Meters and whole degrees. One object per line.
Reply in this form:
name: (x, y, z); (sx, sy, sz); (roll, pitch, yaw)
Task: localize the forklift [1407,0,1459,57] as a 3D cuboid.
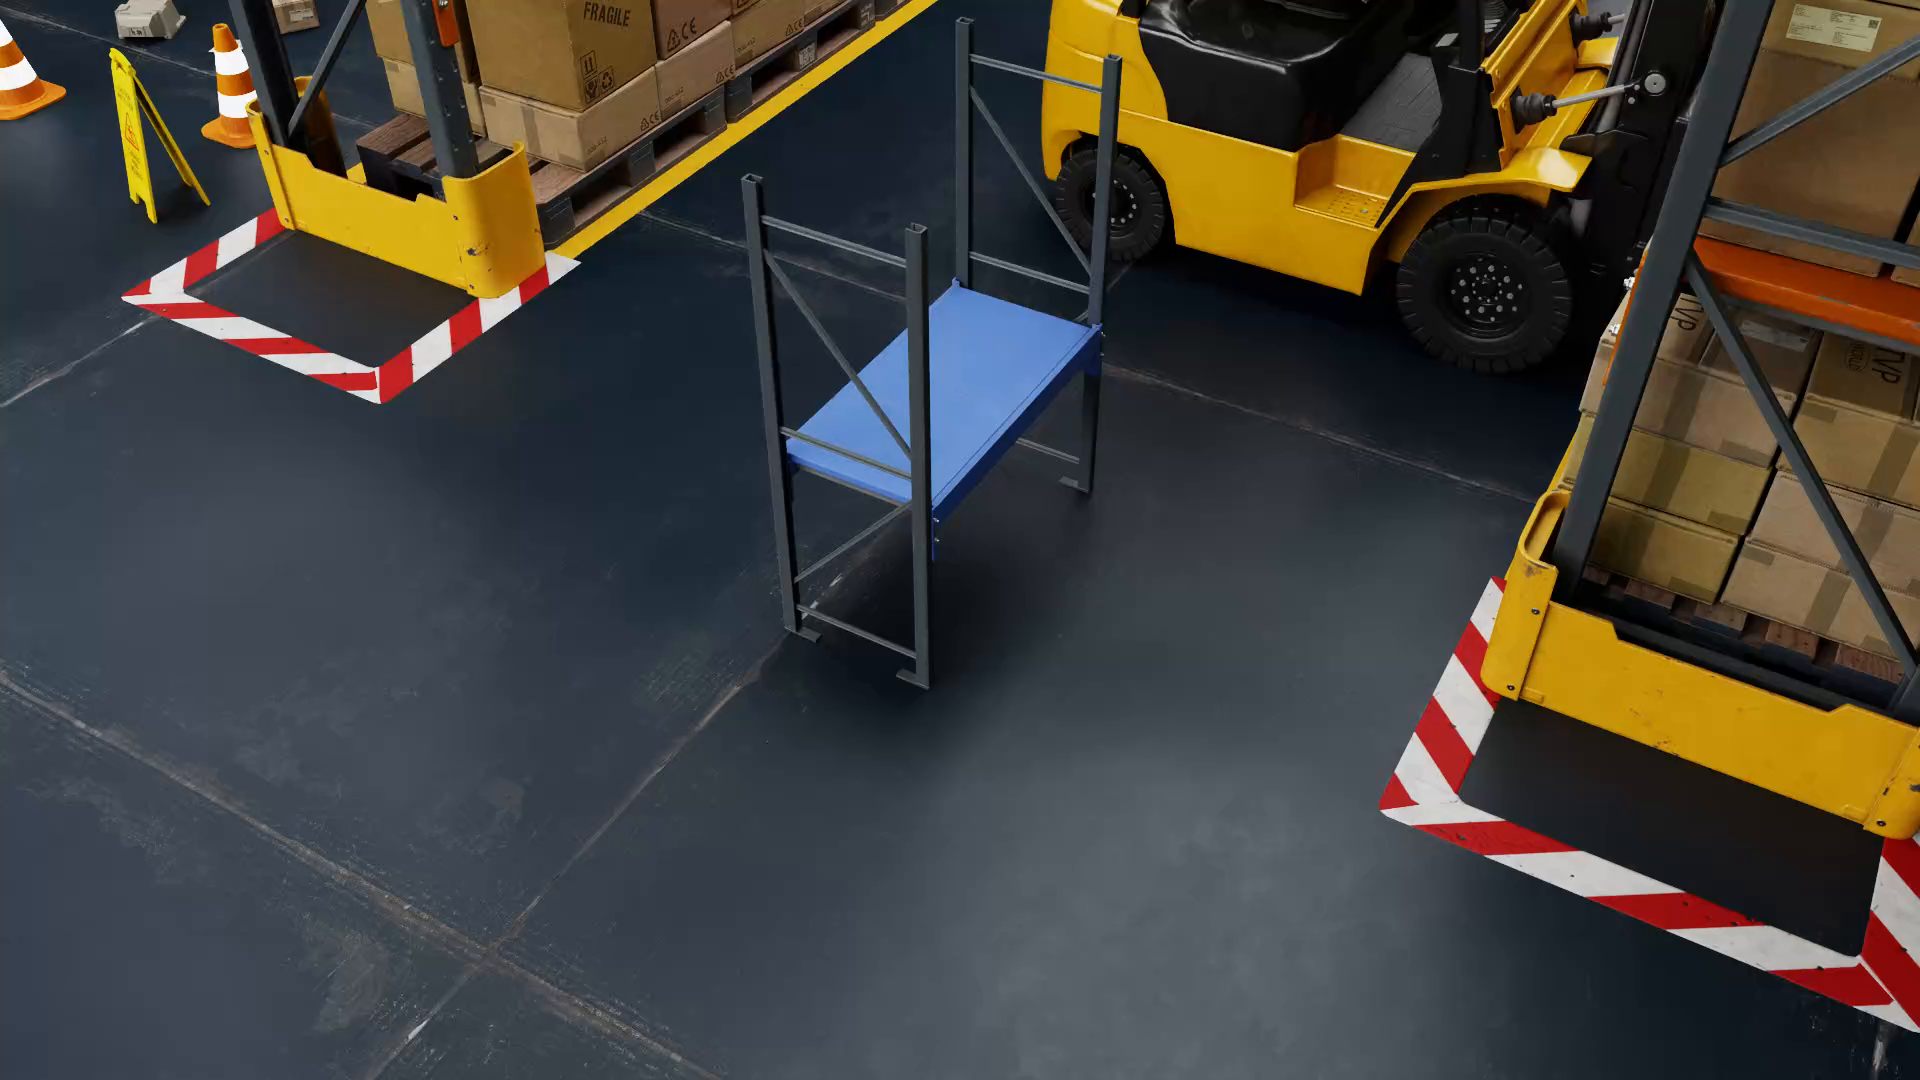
forklift: (1.759, -3.568, 7.084); (1.130, 2.935, 3.031); (32, 50, 31)

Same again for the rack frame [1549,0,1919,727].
rack frame: (2.082, -0.629, 3.695); (1.000, 3.000, 0.127); (21, 45, 22)

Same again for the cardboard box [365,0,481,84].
cardboard box: (-2.042, -2.221, 6.697); (0.500, 0.500, 0.500); (21, 46, 22)

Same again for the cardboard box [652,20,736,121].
cardboard box: (-1.312, -2.054, 7.076); (0.500, 0.250, 0.500); (23, 46, 24)

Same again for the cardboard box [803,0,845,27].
cardboard box: (-0.795, -2.659, 7.762); (0.500, 0.250, 0.500); (22, 46, 23)

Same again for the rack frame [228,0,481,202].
rack frame: (-2.217, -2.269, 5.557); (1.000, 3.000, 0.127); (21, 45, 22)

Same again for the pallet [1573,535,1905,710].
pallet: (2.429, -0.034, 5.129); (1.003, 0.211, 1.213); (21, 45, 22)

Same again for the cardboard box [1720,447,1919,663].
cardboard box: (2.497, 0.029, 4.711); (0.500, 0.250, 0.500); (21, 46, 22)

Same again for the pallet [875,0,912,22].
pallet: (-0.521, -3.115, 8.628); (1.003, 0.211, 1.213); (21, 45, 22)

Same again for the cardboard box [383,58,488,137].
cardboard box: (-2.034, -1.960, 6.969); (0.500, 0.250, 0.500); (21, 45, 22)

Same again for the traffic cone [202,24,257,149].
traffic cone: (-3.119, -1.989, 7.159); (0.336, 0.463, 0.334); (21, 45, 22)

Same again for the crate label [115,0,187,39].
crate label: (-3.910, -2.510, 7.997); (0.250, 0.136, 0.298); (0, 41, 0)

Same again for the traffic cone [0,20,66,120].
traffic cone: (-4.250, -2.162, 7.355); (0.336, 0.463, 0.334); (21, 45, 22)

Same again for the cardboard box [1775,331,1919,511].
cardboard box: (2.487, -0.343, 4.376); (0.500, 0.250, 0.500); (20, 45, 21)

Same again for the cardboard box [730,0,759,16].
cardboard box: (-1.047, -2.645, 7.179); (0.500, 0.500, 0.500); (22, 46, 23)

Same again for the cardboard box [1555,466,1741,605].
cardboard box: (2.044, -0.128, 4.889); (0.500, 0.250, 0.500); (21, 46, 22)

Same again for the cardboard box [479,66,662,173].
cardboard box: (-1.574, -1.765, 6.747); (0.500, 0.250, 0.500); (21, 45, 22)

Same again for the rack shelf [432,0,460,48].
rack shelf: (-1.216, -3.143, 7.094); (1.077, 0.370, 4.000); (21, 45, 22)

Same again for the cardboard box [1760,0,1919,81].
cardboard box: (2.013, -1.201, 3.778); (0.380, 0.149, 0.250); (22, 46, 23)

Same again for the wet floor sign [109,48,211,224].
wet floor sign: (-3.239, -1.630, 6.613); (0.232, 0.644, 0.267); (-29, 49, -29)

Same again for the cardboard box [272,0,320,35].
cardboard box: (-3.311, -2.617, 8.109); (0.250, 0.149, 0.380); (-21, 45, -22)

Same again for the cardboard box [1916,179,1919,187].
cardboard box: (2.812, -1.164, 4.226); (0.500, 0.500, 0.500); (22, 46, 23)

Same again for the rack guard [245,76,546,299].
rack guard: (-2.179, -1.374, 6.432); (1.175, 0.500, 0.348); (21, 45, 22)

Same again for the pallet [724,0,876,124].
pallet: (-1.131, -2.414, 7.832); (1.003, 0.211, 1.213); (21, 45, 22)

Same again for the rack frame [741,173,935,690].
rack frame: (-0.297, -0.223, 4.369); (0.500, 1.500, 0.032); (21, 45, 22)

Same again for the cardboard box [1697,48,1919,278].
cardboard box: (2.101, -1.035, 4.080); (0.500, 0.500, 0.500); (20, 45, 21)

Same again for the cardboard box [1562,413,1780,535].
cardboard box: (2.055, -0.325, 4.733); (0.500, 0.250, 0.500); (20, 45, 22)

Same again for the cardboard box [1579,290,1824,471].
cardboard box: (2.043, -0.497, 4.551); (0.500, 0.250, 0.500); (22, 46, 23)

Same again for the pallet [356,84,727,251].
pallet: (-1.742, -1.719, 7.042); (1.003, 0.211, 1.213); (21, 45, 22)

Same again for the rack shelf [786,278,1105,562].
rack shelf: (-0.043, -0.379, 4.818); (0.538, 0.185, 1.000); (21, 45, 22)

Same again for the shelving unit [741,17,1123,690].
shelving unit: (-0.043, -0.514, 4.699); (0.538, 1.500, 1.048); (21, 45, 22)

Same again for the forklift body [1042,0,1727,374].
forklift body: (1.452, -1.999, 5.893); (2.313, 2.155, 1.214); (21, 45, 22)

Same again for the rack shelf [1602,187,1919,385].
rack shelf: (3.083, -1.504, 5.232); (1.077, 0.370, 4.000); (21, 45, 22)

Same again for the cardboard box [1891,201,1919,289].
cardboard box: (2.571, -0.858, 3.880); (0.500, 0.500, 0.500); (22, 46, 23)

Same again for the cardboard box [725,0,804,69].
cardboard box: (-1.050, -2.371, 7.435); (0.500, 0.250, 0.500); (24, 47, 25)

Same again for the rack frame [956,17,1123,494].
rack frame: (0.212, -0.805, 5.029); (0.500, 1.500, 0.032); (21, 45, 22)

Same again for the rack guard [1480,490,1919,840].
rack guard: (2.070, 0.322, 4.506); (1.175, 0.500, 0.348); (21, 45, 22)

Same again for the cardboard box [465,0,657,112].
cardboard box: (-1.563, -2.060, 6.515); (0.500, 0.500, 0.500); (19, 45, 21)

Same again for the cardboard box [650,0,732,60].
cardboard box: (-1.305, -2.360, 6.856); (0.500, 0.500, 0.500); (19, 45, 21)

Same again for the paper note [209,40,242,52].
paper note: (-3.468, -2.354, 7.900); (0.148, 0.019, 0.142); (7, 42, 8)

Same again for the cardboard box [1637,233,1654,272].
cardboard box: (2.293, -0.791, 4.885); (0.500, 0.250, 0.500); (22, 46, 23)

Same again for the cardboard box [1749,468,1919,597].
cardboard box: (2.497, -0.143, 4.527); (0.500, 0.250, 0.500); (22, 46, 23)
